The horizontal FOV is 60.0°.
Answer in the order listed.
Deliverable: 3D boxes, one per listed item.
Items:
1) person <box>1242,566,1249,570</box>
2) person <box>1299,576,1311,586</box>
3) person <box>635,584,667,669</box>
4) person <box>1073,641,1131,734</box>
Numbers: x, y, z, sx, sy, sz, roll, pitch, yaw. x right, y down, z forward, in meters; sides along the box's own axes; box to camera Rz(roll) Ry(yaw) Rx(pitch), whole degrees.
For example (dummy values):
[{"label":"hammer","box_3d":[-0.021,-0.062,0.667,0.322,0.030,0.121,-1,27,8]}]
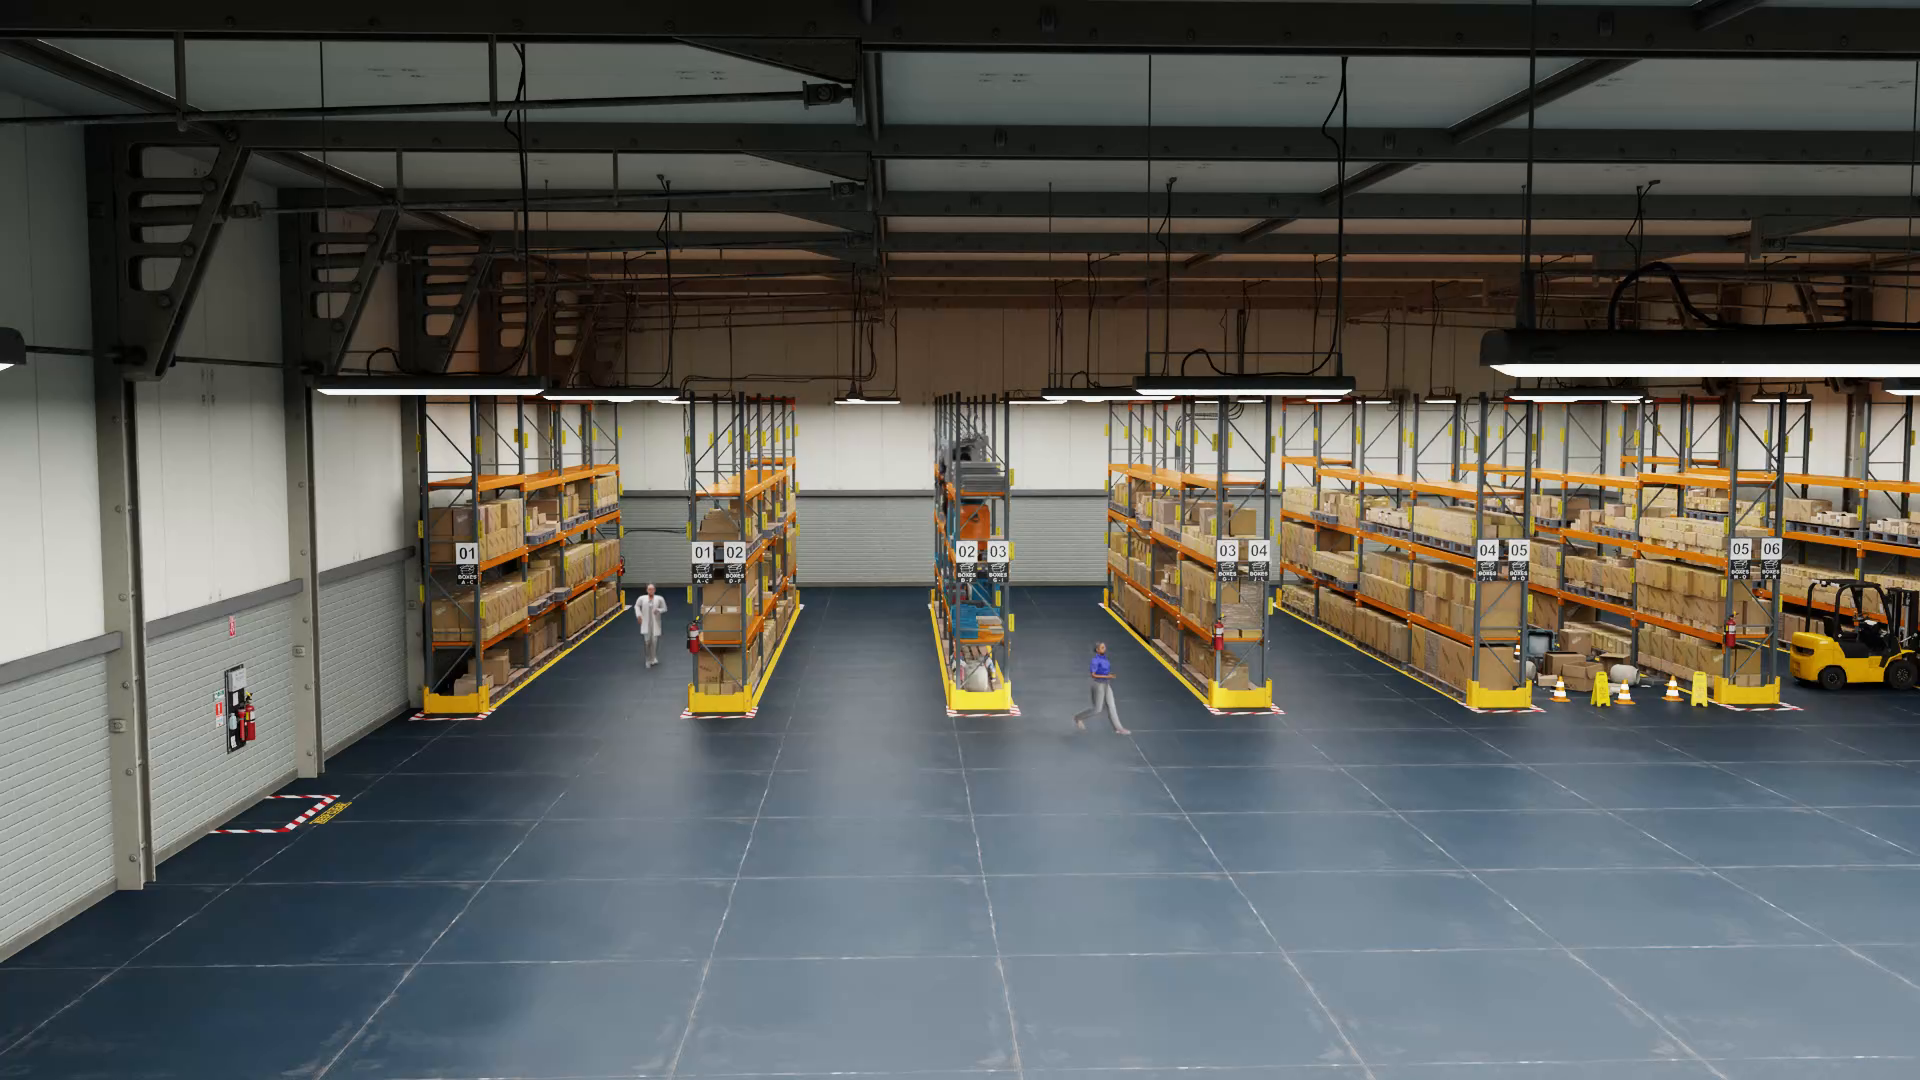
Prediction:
[{"label":"person","box_3d":[7.963,1.254,45.676,0.584,1.659,0.885,0,5,5]},{"label":"person","box_3d":[10.170,0.936,49.176,1.180,1.639,0.752,4,6,44]},{"label":"person","box_3d":[-6.807,1.883,36.691,0.697,1.817,0.889,-1,5,-11]},{"label":"person","box_3d":[2.482,2.560,28.910,1.044,1.599,0.594,3,5,31]}]
